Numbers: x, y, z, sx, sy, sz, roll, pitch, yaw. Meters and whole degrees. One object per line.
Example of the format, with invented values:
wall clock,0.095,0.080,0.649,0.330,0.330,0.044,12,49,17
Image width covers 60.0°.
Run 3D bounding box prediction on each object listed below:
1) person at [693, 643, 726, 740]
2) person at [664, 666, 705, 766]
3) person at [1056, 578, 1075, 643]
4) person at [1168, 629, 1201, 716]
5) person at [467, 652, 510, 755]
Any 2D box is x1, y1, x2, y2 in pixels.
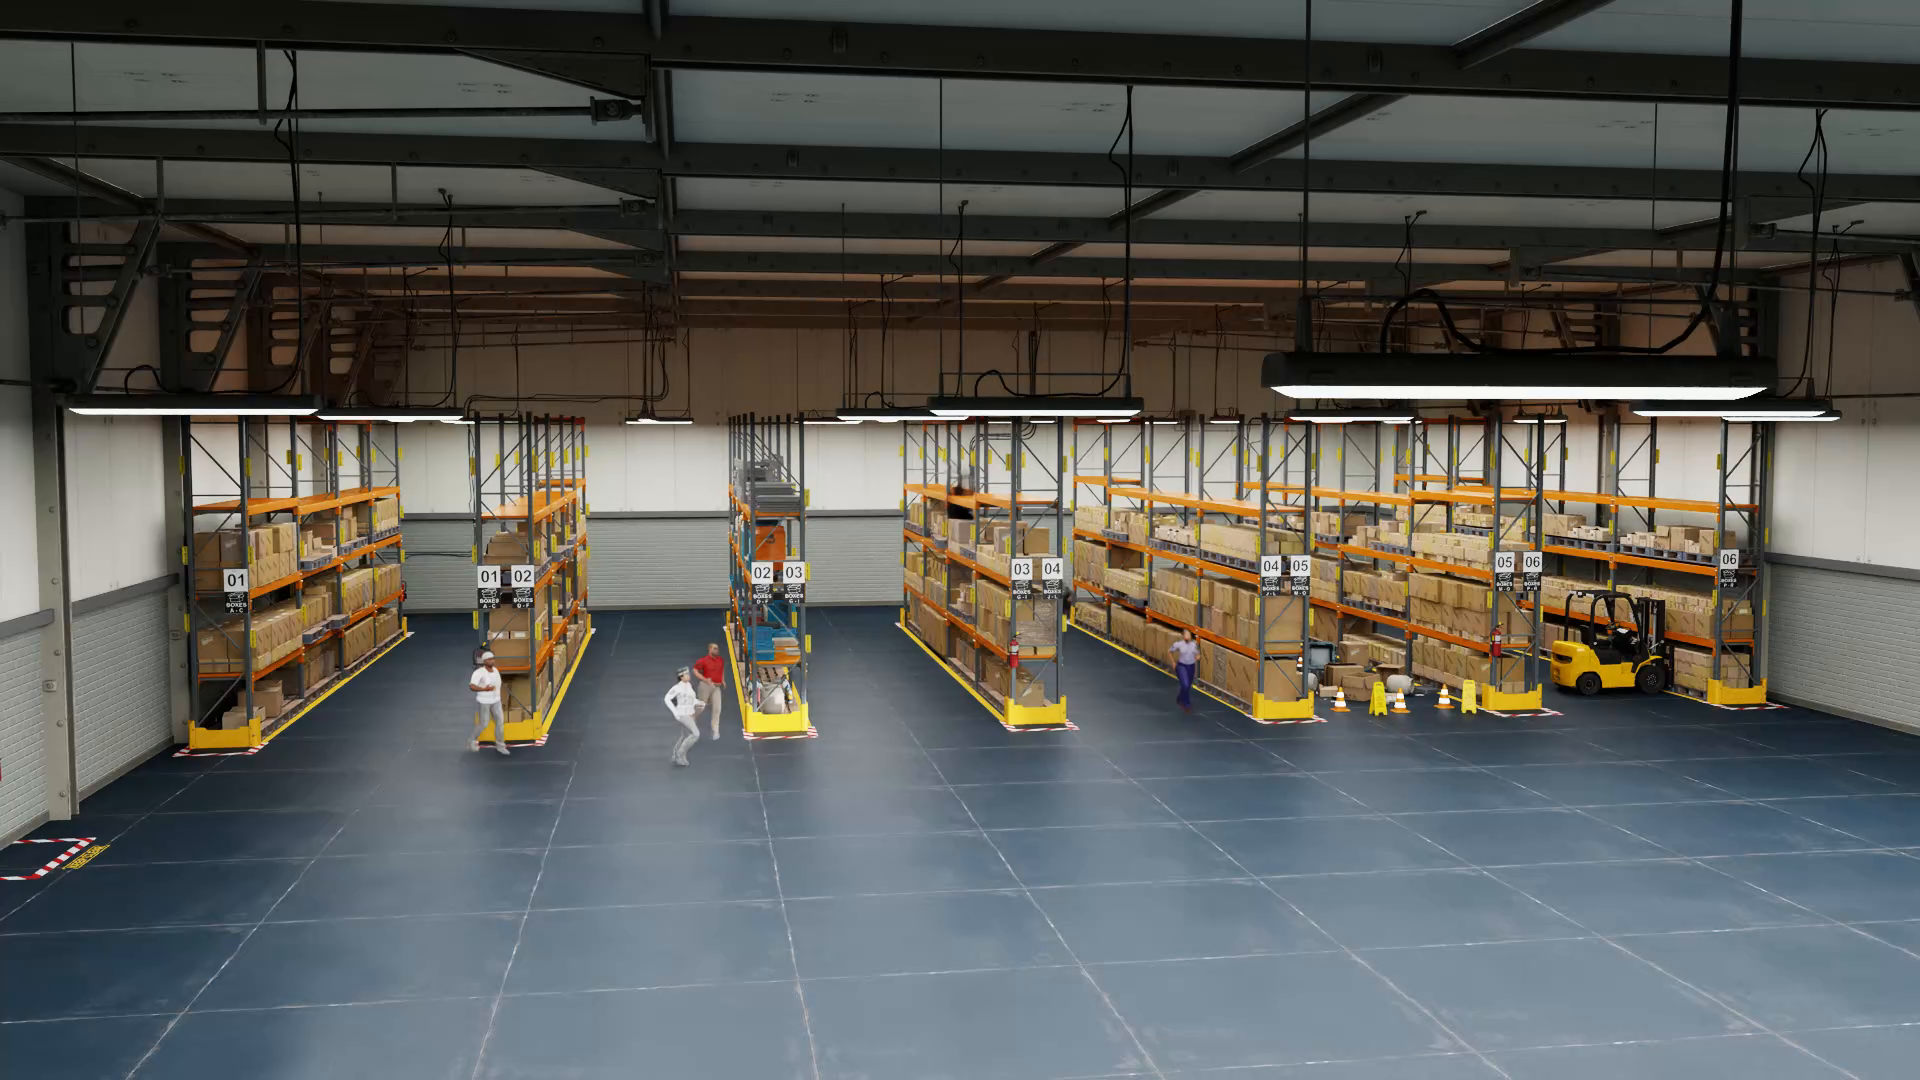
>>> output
person,-4.607,2.774,30.767,0.742,1.725,0.951,-3,5,-36
person,-4.610,2.966,28.078,0.641,1.671,0.592,1,4,15
person,2.738,1.881,44.162,0.627,1.765,0.739,0,4,-6
person,4.527,2.623,33.303,0.596,1.677,0.844,-2,4,-25
person,-8.234,2.845,29.053,0.872,1.783,0.709,3,5,34
